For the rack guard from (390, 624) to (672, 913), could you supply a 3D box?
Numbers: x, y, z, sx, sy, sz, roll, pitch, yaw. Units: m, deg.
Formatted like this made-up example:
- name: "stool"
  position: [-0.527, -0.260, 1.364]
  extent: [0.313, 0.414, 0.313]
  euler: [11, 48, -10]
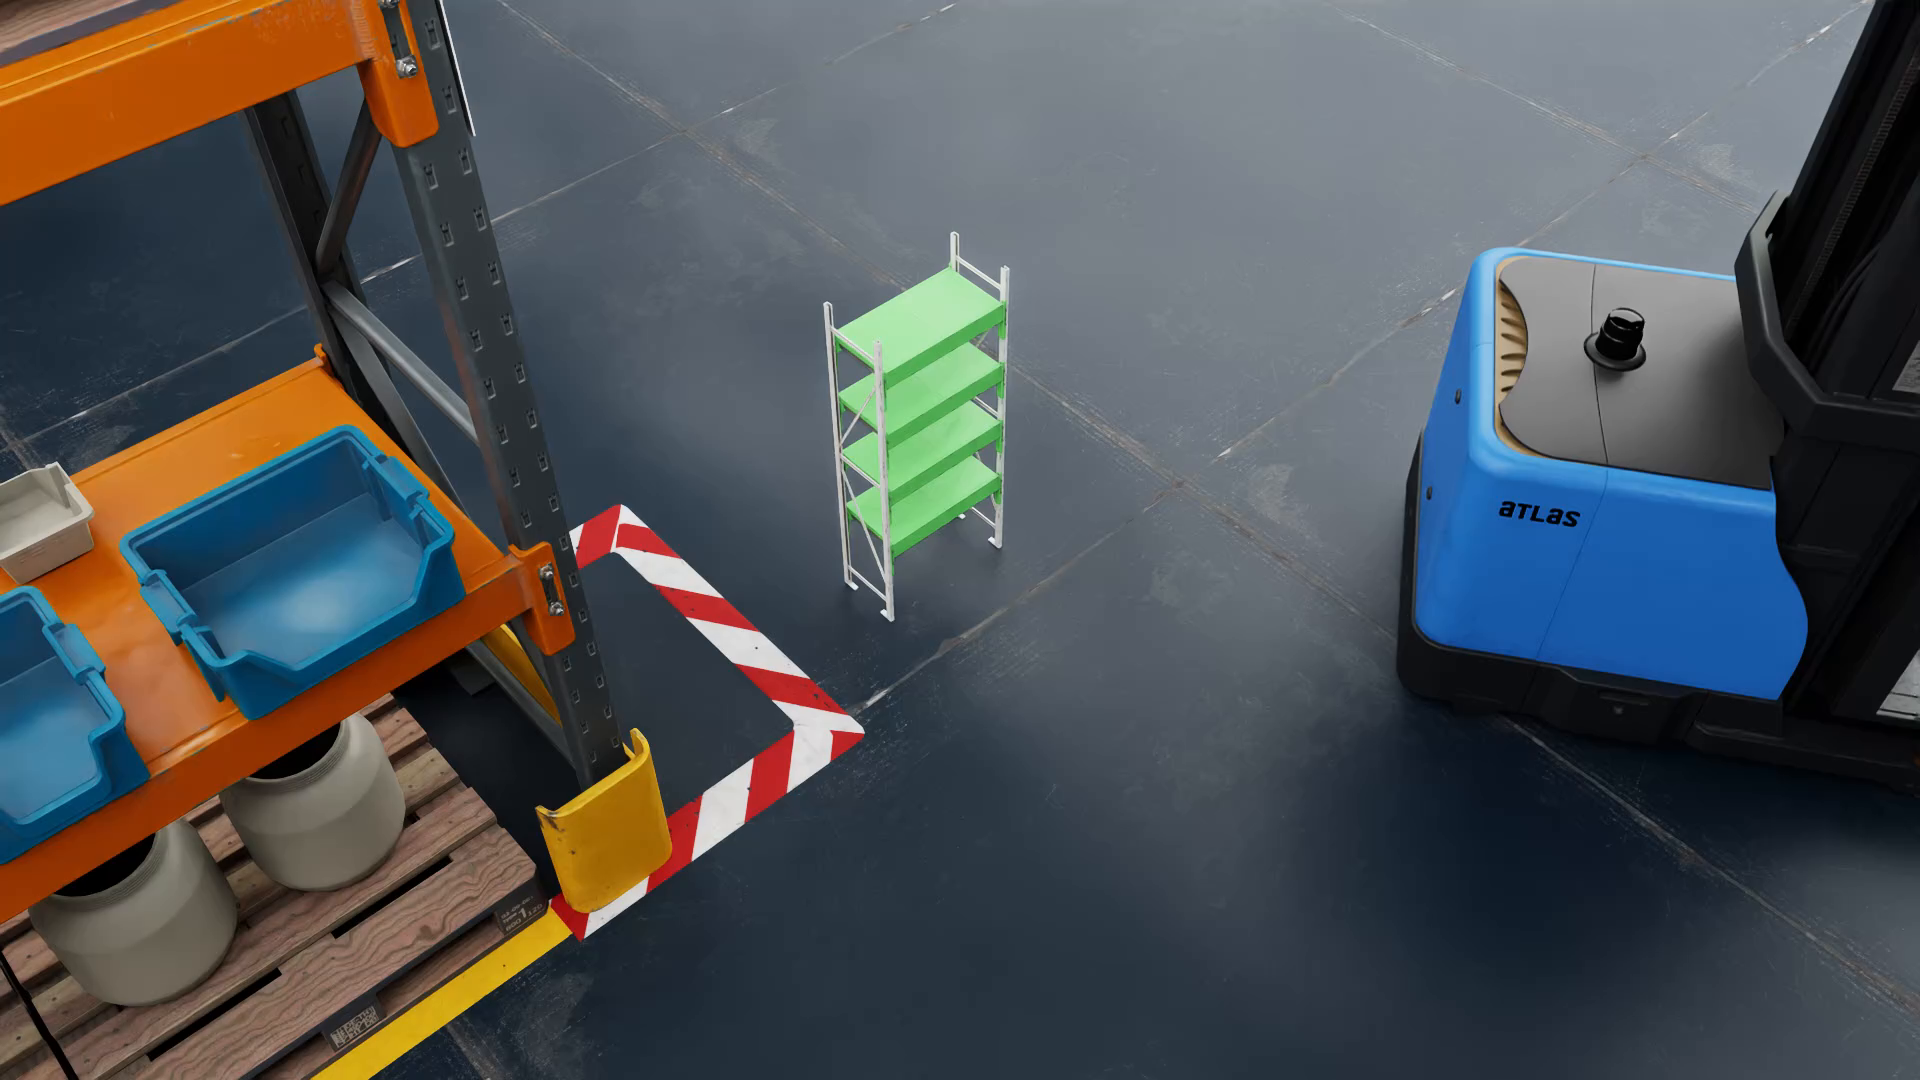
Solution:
- name: "rack guard"
  position: [-1.341, 0.517, 4.933]
  extent: [0.348, 0.500, 1.175]
  euler: [-34, 56, -27]

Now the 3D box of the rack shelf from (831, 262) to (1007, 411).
- name: "rack shelf"
  position: [-0.122, -0.607, 4.928]
  extent: [0.480, 0.148, 0.258]
  euler: [-34, 56, -27]

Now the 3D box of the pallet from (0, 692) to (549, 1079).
- name: "pallet"
  position: [-1.946, 1.014, 4.671]
  extent: [1.213, 0.211, 1.003]
  euler: [-34, 56, -27]

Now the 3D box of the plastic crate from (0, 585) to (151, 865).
- name: "plastic crate"
  position: [-1.970, 0.385, 3.455]
  extent: [0.408, 0.251, 0.499]
  euler: [-34, 56, -27]

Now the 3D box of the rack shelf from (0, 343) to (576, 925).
- name: "rack shelf"
  position: [-2.797, 0.839, 3.424]
  extent: [4.000, 0.370, 1.077]
  euler: [-34, 56, -27]

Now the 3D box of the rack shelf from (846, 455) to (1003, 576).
- name: "rack shelf"
  position: [-0.122, -0.119, 5.457]
  extent: [0.480, 0.148, 0.258]
  euler: [-34, 56, -27]

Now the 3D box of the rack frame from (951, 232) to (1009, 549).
- name: "rack frame"
  position: [0.058, -0.446, 5.345]
  extent: [0.015, 1.200, 0.240]
  euler: [-34, 56, -27]

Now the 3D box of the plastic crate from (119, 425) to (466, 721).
- name: "plastic crate"
  position: [-1.486, 0.067, 3.748]
  extent: [0.616, 0.251, 0.499]
  euler: [-34, 56, -27]

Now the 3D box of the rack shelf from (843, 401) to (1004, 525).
- name: "rack shelf"
  position: [-0.122, -0.282, 5.280]
  extent: [0.480, 0.148, 0.258]
  euler: [-34, 56, -27]

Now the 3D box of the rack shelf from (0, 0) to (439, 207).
- name: "rack shelf"
  position: [-2.797, -0.178, 2.322]
  extent: [4.000, 0.370, 1.077]
  euler: [-34, 56, -27]

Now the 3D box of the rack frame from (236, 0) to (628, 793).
- name: "rack frame"
  position: [-1.317, -0.394, 4.072]
  extent: [0.127, 3.000, 1.000]
  euler: [-34, 56, -27]

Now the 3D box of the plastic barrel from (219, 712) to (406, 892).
- name: "plastic barrel"
  position: [-1.752, 0.674, 4.494]
  extent: [0.421, 0.512, 0.421]
  euler: [0, 47, 0]

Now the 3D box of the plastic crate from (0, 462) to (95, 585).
- name: "plastic crate"
  position: [-2.195, -0.037, 3.922]
  extent: [0.250, 0.136, 0.298]
  euler: [-34, 56, -27]

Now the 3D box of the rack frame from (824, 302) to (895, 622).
- name: "rack frame"
  position: [-0.303, -0.204, 5.122]
  extent: [0.015, 1.200, 0.240]
  euler: [-34, 56, -27]

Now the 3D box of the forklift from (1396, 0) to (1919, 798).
- name: "forklift"
  position: [2.956, -0.604, 4.313]
  extent: [3.031, 2.935, 1.130]
  euler: [9, 48, 8]

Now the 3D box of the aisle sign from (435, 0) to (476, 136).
- name: "aisle sign"
  position: [-1.064, -1.149, 3.001]
  extent: [0.004, 0.787, 0.394]
  euler: [-34, 56, -27]

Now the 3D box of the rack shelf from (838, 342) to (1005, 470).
- name: "rack shelf"
  position: [-0.122, -0.444, 5.104]
  extent: [0.480, 0.148, 0.258]
  euler: [-34, 56, -27]

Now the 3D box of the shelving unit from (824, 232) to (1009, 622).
- name: "shelving unit"
  position: [-0.122, -0.325, 5.234]
  extent: [0.503, 1.200, 0.258]
  euler: [-34, 56, -27]

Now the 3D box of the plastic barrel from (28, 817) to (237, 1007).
- name: "plastic barrel"
  position: [-2.123, 0.922, 4.265]
  extent: [0.421, 0.512, 0.421]
  euler: [0, 47, 0]
